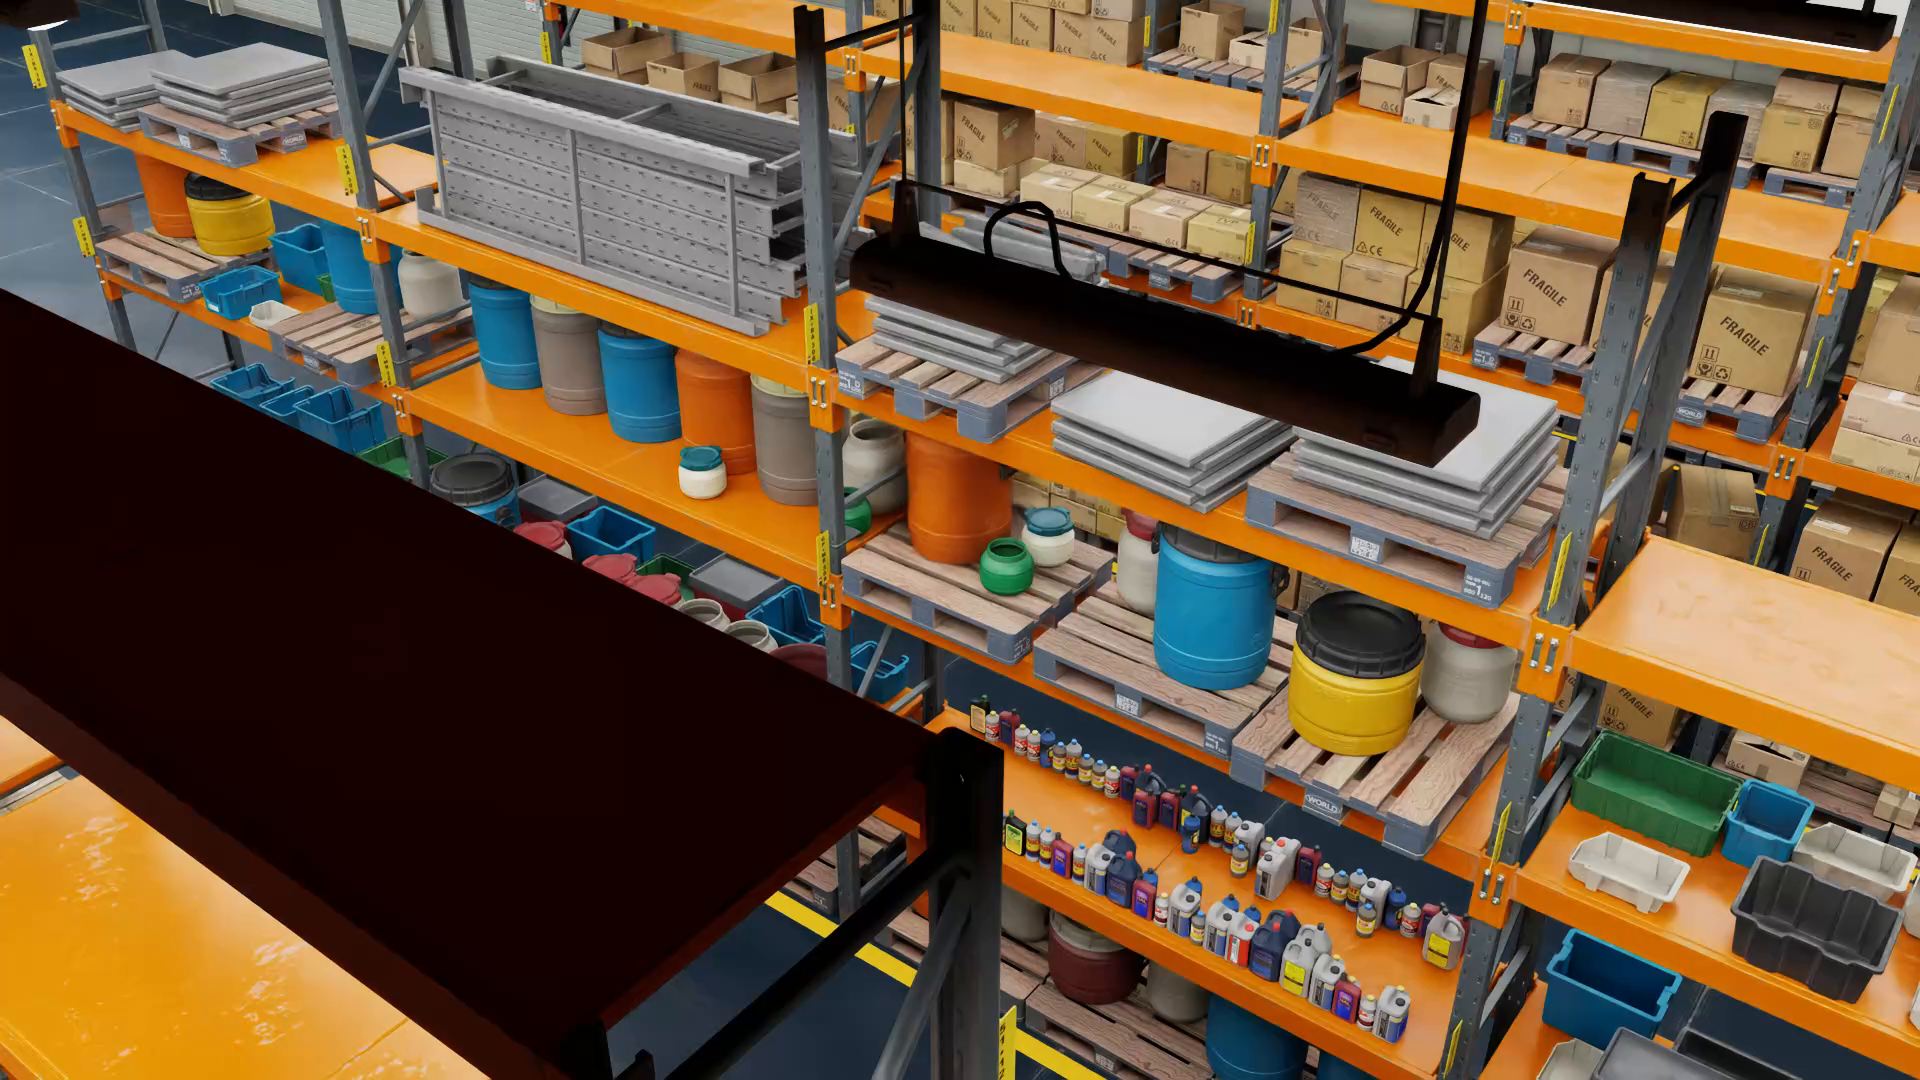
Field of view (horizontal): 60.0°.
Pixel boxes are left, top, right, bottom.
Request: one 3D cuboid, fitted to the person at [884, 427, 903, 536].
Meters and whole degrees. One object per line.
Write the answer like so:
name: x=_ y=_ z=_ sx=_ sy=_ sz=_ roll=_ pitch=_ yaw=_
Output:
person: x=-0.635 y=-0.323 z=14.092 sx=0.587 sy=1.746 sz=0.529 roll=-23 pitch=38 yaw=-33
